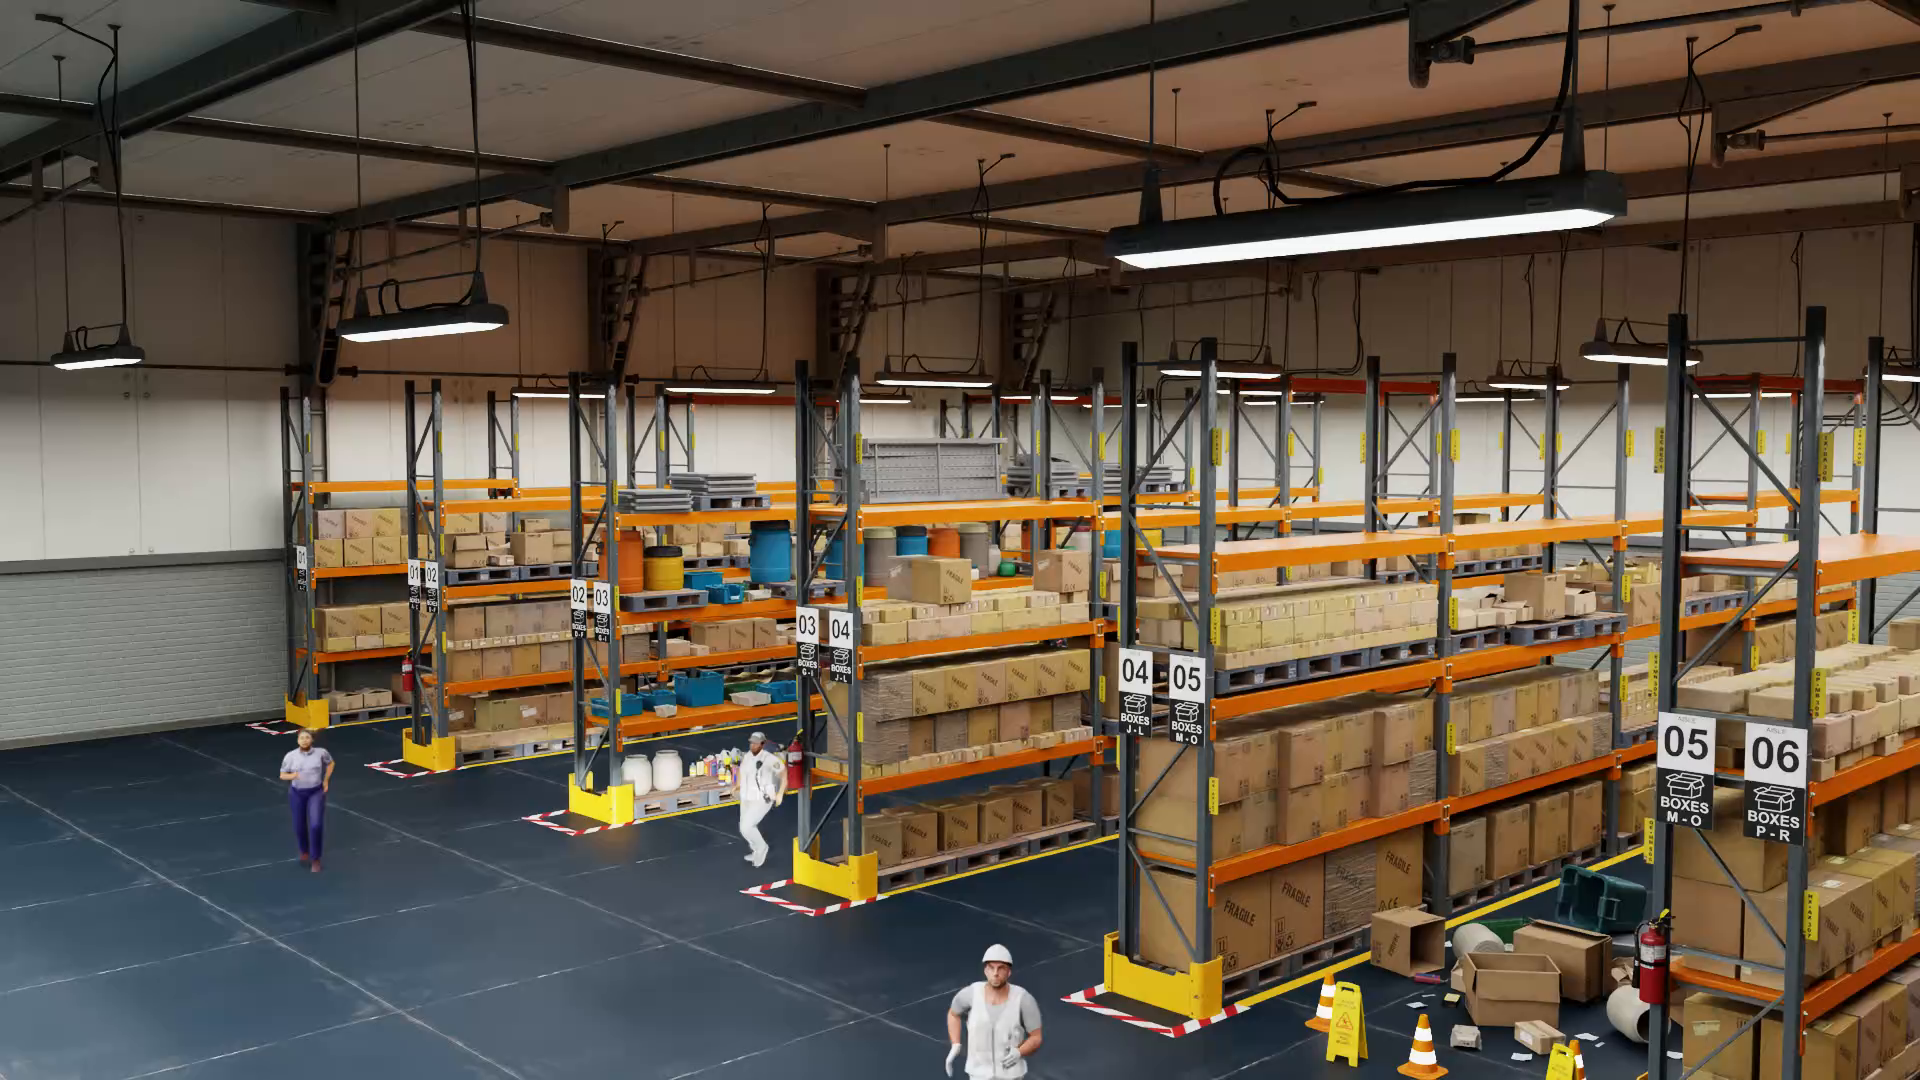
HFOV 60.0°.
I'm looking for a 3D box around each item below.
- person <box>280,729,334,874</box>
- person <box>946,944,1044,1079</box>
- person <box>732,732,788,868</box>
[{"bbox_3d":[-7.756,3.130,19.733,0.566,1.618,0.708,-1,4,-16],"label":"person"},{"bbox_3d":[0.227,3.566,11.030,0.653,1.746,0.640,0,4,2],"label":"person"},{"bbox_3d":[-2.411,3.087,19.790,0.666,1.632,0.615,3,5,39],"label":"person"}]
